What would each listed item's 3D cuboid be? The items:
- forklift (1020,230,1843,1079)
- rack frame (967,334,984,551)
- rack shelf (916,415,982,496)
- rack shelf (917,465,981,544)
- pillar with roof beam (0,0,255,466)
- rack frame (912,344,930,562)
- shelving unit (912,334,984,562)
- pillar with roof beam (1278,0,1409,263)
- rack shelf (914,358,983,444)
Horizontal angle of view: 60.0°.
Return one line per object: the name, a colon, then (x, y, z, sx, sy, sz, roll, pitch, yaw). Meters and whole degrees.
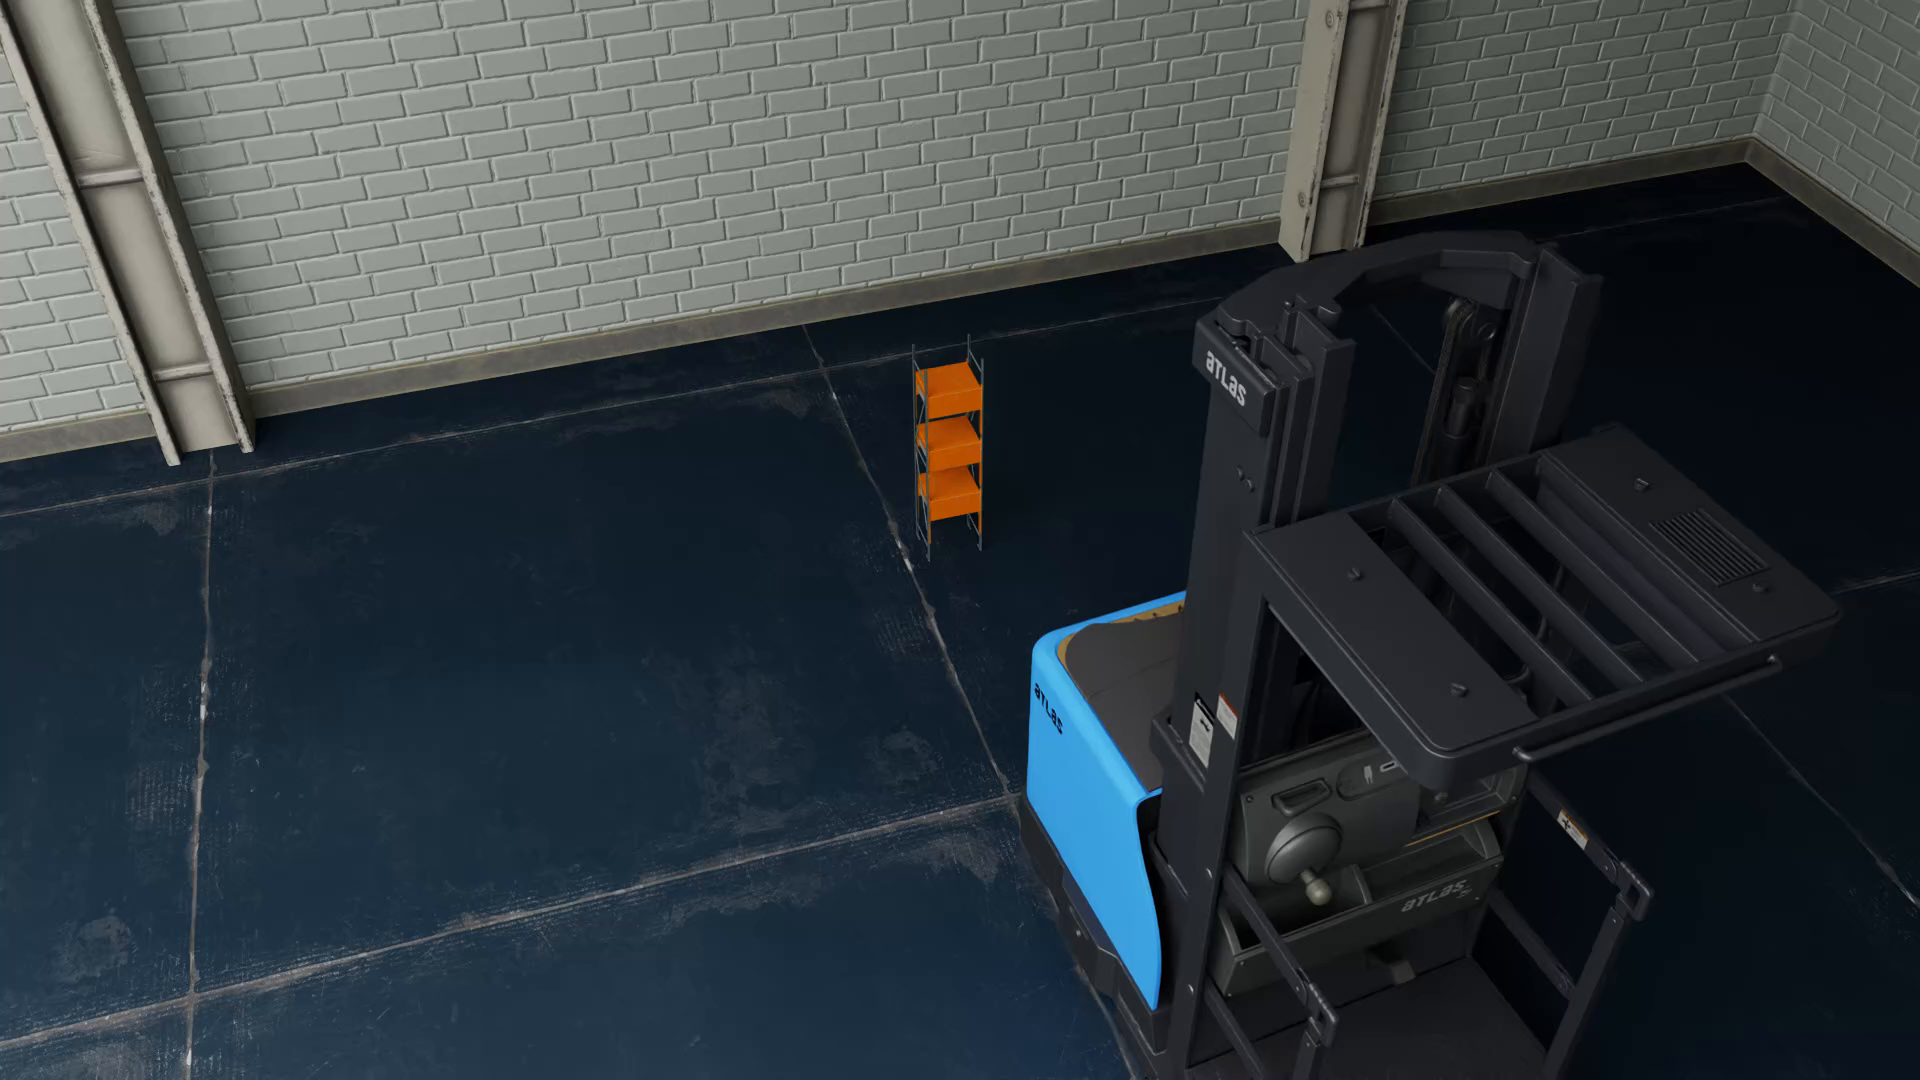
forklift: (1.271, 0.797, 4.460, 1.130, 2.935, 3.031, -16, 44, -17)
rack frame: (0.065, -0.409, 7.270, 0.008, 1.050, 0.200, -12, 42, -13)
rack shelf: (-0.051, -0.377, 7.249, 0.240, 0.259, 0.215, -12, 42, -13)
rack shelf: (-0.051, -0.168, 7.432, 0.240, 0.259, 0.215, -12, 42, -13)
pillar with roof beam: (-2.376, -1.179, 2.109, 0.400, 9.000, 9.100, -12, 42, -13)
rack frame: (-0.167, -0.361, 7.214, 0.008, 1.050, 0.200, -12, 42, -13)
shelving unit: (-0.051, -0.385, 7.242, 0.252, 1.050, 0.215, -12, 42, -13)
pillar with roof beam: (3.347, -2.364, 3.466, 0.400, 9.000, 9.100, -12, 42, -13)
rack shelf: (-0.051, -0.590, 7.062, 0.240, 0.259, 0.215, -12, 42, -13)
